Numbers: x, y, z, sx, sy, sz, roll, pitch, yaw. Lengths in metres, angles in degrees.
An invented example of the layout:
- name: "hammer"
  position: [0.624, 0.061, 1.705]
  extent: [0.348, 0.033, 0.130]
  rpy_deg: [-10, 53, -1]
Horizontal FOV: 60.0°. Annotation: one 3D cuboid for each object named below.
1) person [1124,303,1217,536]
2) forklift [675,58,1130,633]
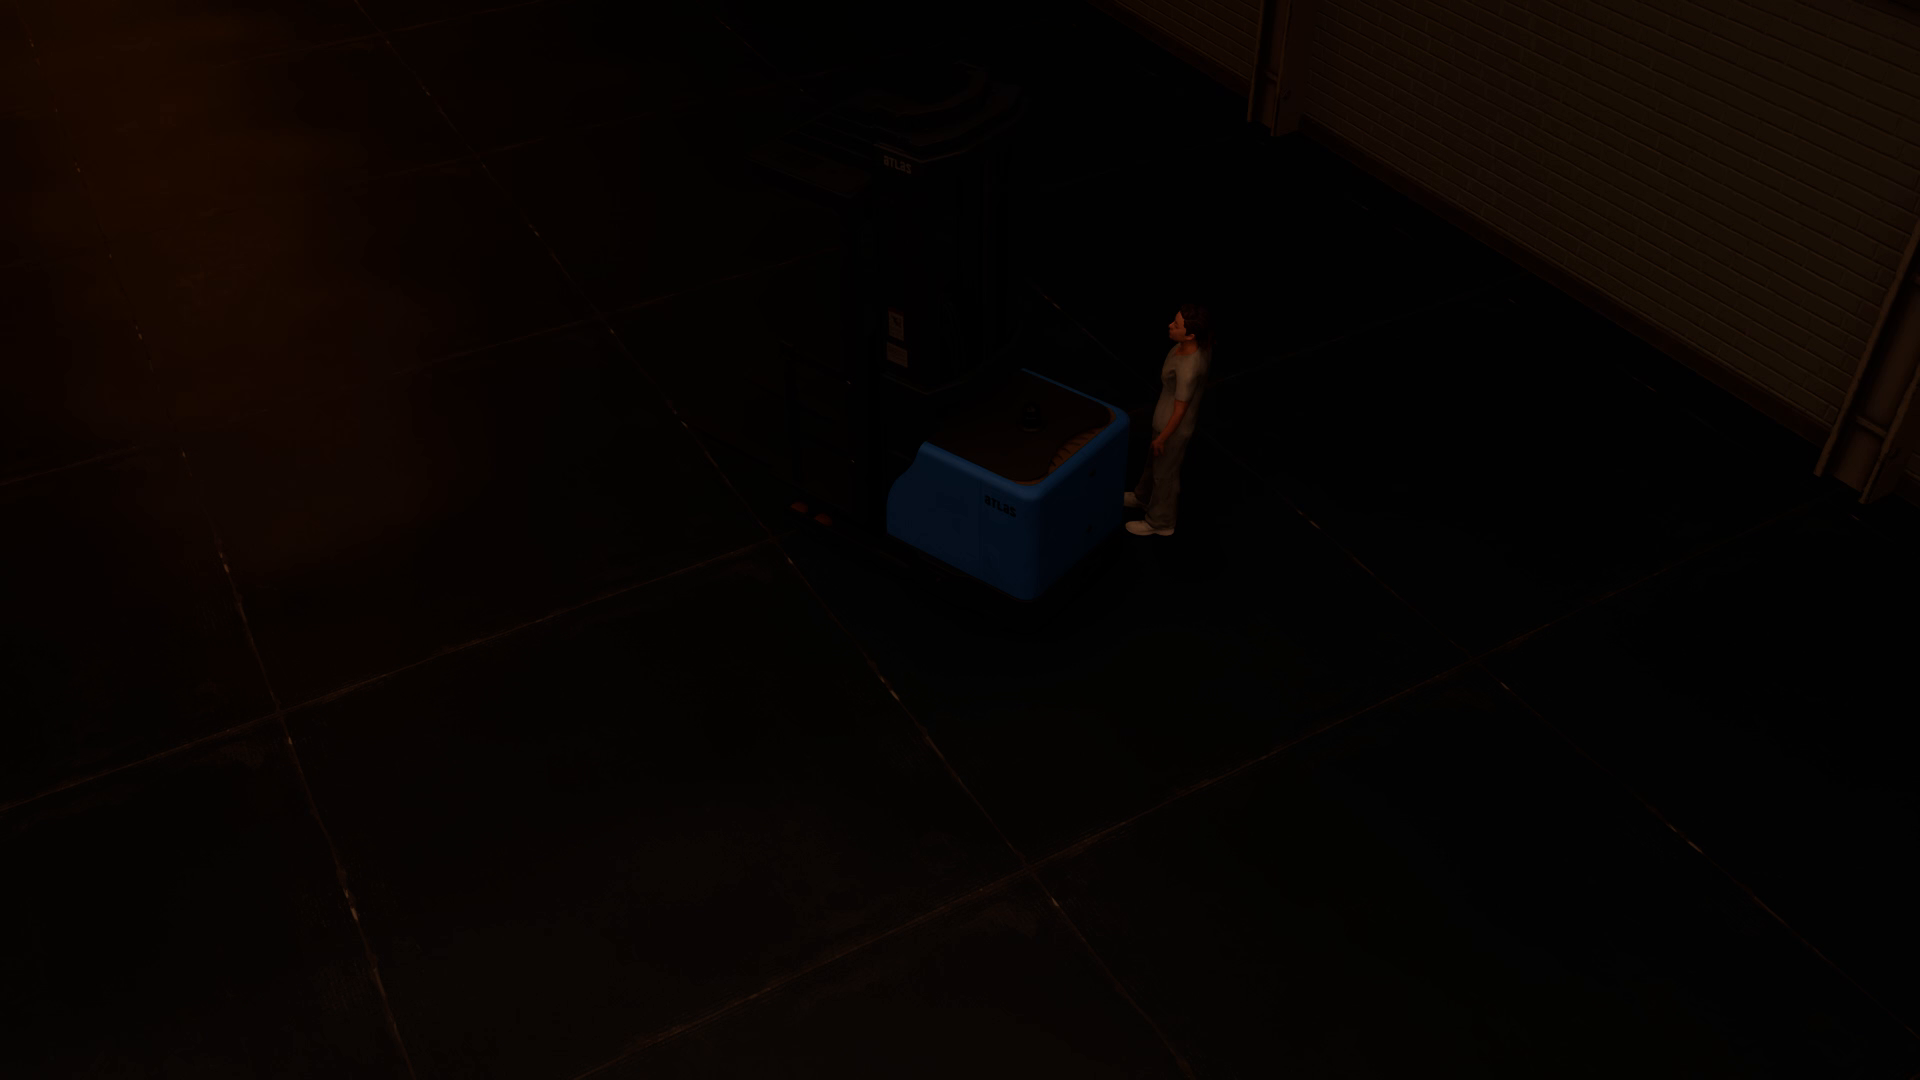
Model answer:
- name: "person"
  position: [1.191, -0.699, 9.881]
  extent: [0.529, 1.637, 0.549]
  rpy_deg: [9, 41, 11]
- name: "forklift"
  position: [-0.481, -1.366, 9.683]
  extent: [3.031, 2.935, 1.130]
  rpy_deg: [26, 46, 28]
